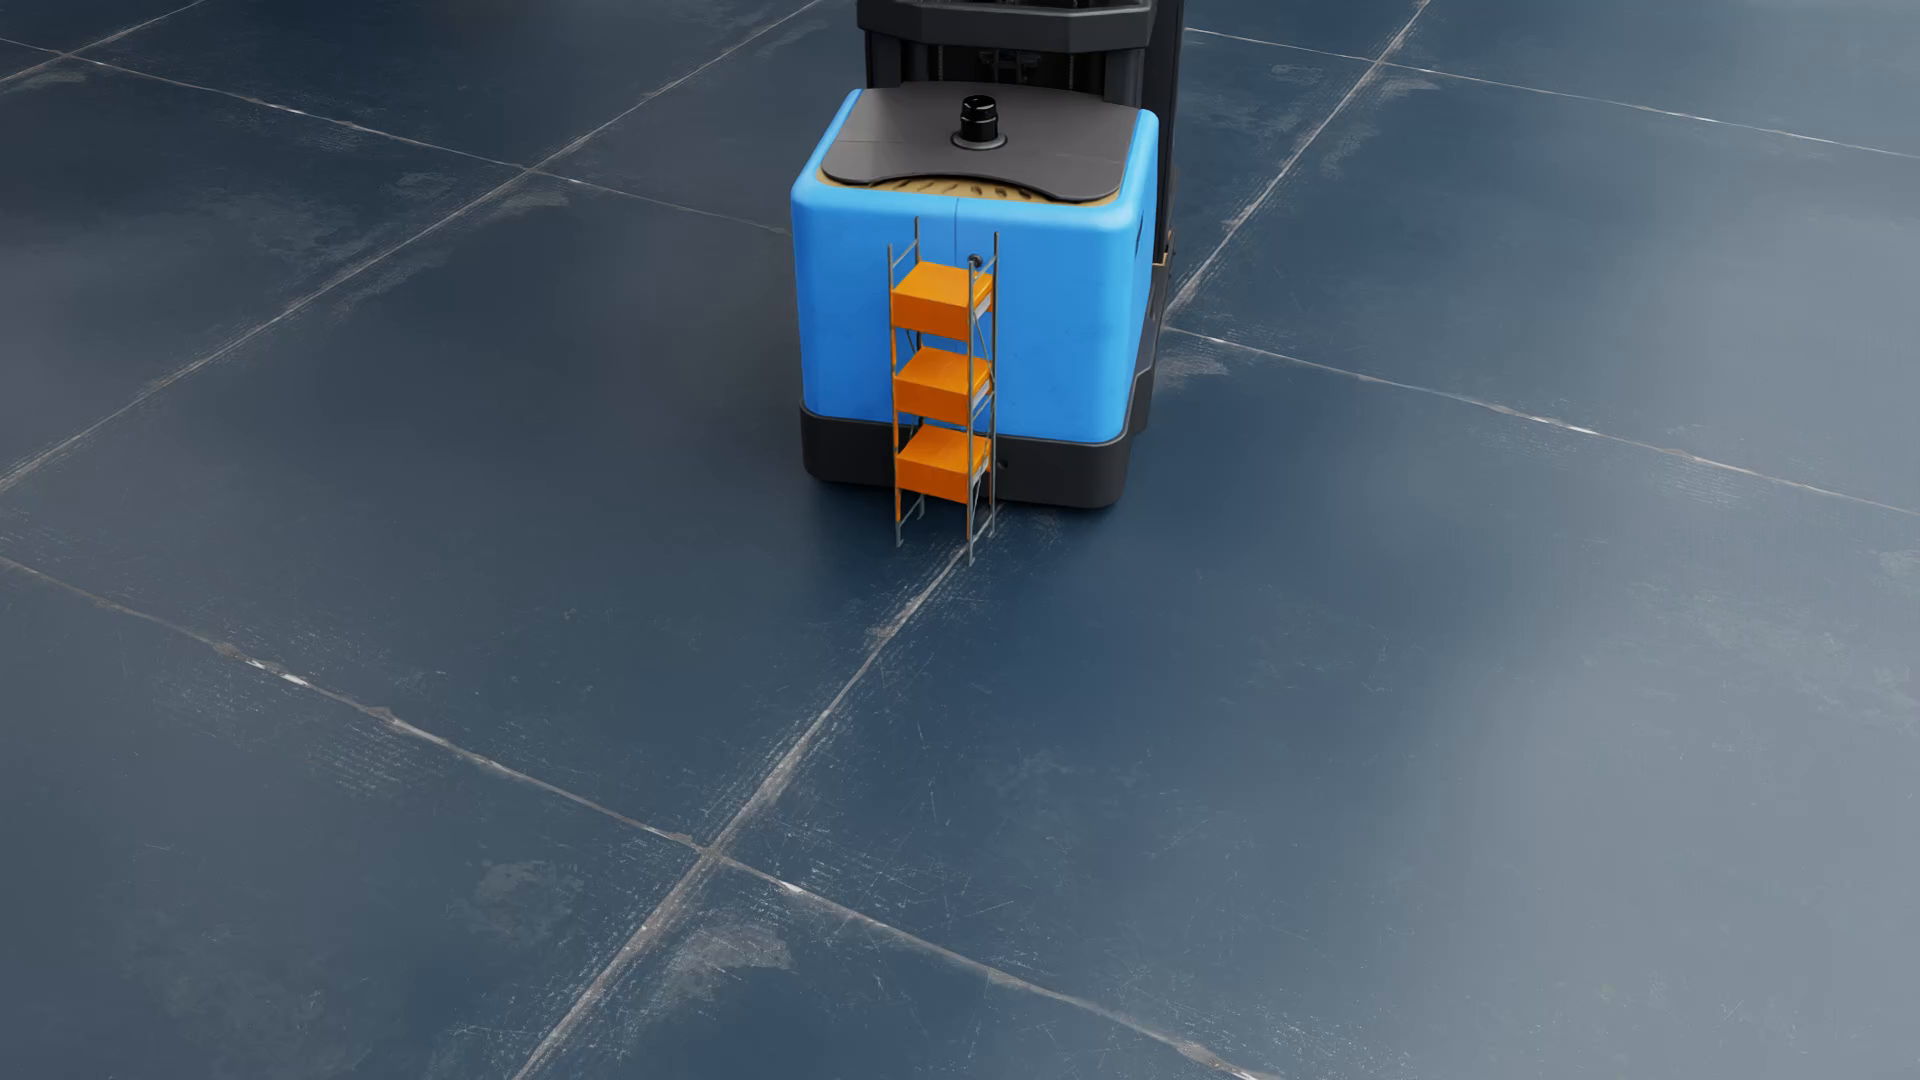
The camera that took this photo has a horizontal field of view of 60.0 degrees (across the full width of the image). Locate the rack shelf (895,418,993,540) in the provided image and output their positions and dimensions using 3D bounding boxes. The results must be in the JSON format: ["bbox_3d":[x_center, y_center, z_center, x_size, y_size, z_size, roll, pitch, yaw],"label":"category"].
[{"bbox_3d":[-0.046,-0.189,5.108,0.240,0.259,0.215,14,39,18],"label":"rack shelf"}]

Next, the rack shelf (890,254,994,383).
[{"bbox_3d":[-0.046,-0.637,4.769,0.240,0.259,0.215,14,39,18],"label":"rack shelf"}]

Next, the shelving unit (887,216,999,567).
[{"bbox_3d":[-0.046,-0.419,4.934,0.252,1.050,0.215,14,39,18],"label":"shelving unit"}]

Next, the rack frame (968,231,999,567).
[{"bbox_3d":[0.067,-0.390,4.896,0.008,1.050,0.200,14,39,18],"label":"rack frame"}]

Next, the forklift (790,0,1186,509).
[{"bbox_3d":[0.259,-2.156,5.666,1.130,2.935,3.031,6,38,8],"label":"forklift"}]

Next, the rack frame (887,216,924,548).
[{"bbox_3d":[-0.158,-0.448,4.972,0.008,1.050,0.200,14,39,18],"label":"rack frame"}]

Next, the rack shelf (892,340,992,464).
[{"bbox_3d":[-0.046,-0.411,4.940,0.240,0.259,0.215,14,39,18],"label":"rack shelf"}]
